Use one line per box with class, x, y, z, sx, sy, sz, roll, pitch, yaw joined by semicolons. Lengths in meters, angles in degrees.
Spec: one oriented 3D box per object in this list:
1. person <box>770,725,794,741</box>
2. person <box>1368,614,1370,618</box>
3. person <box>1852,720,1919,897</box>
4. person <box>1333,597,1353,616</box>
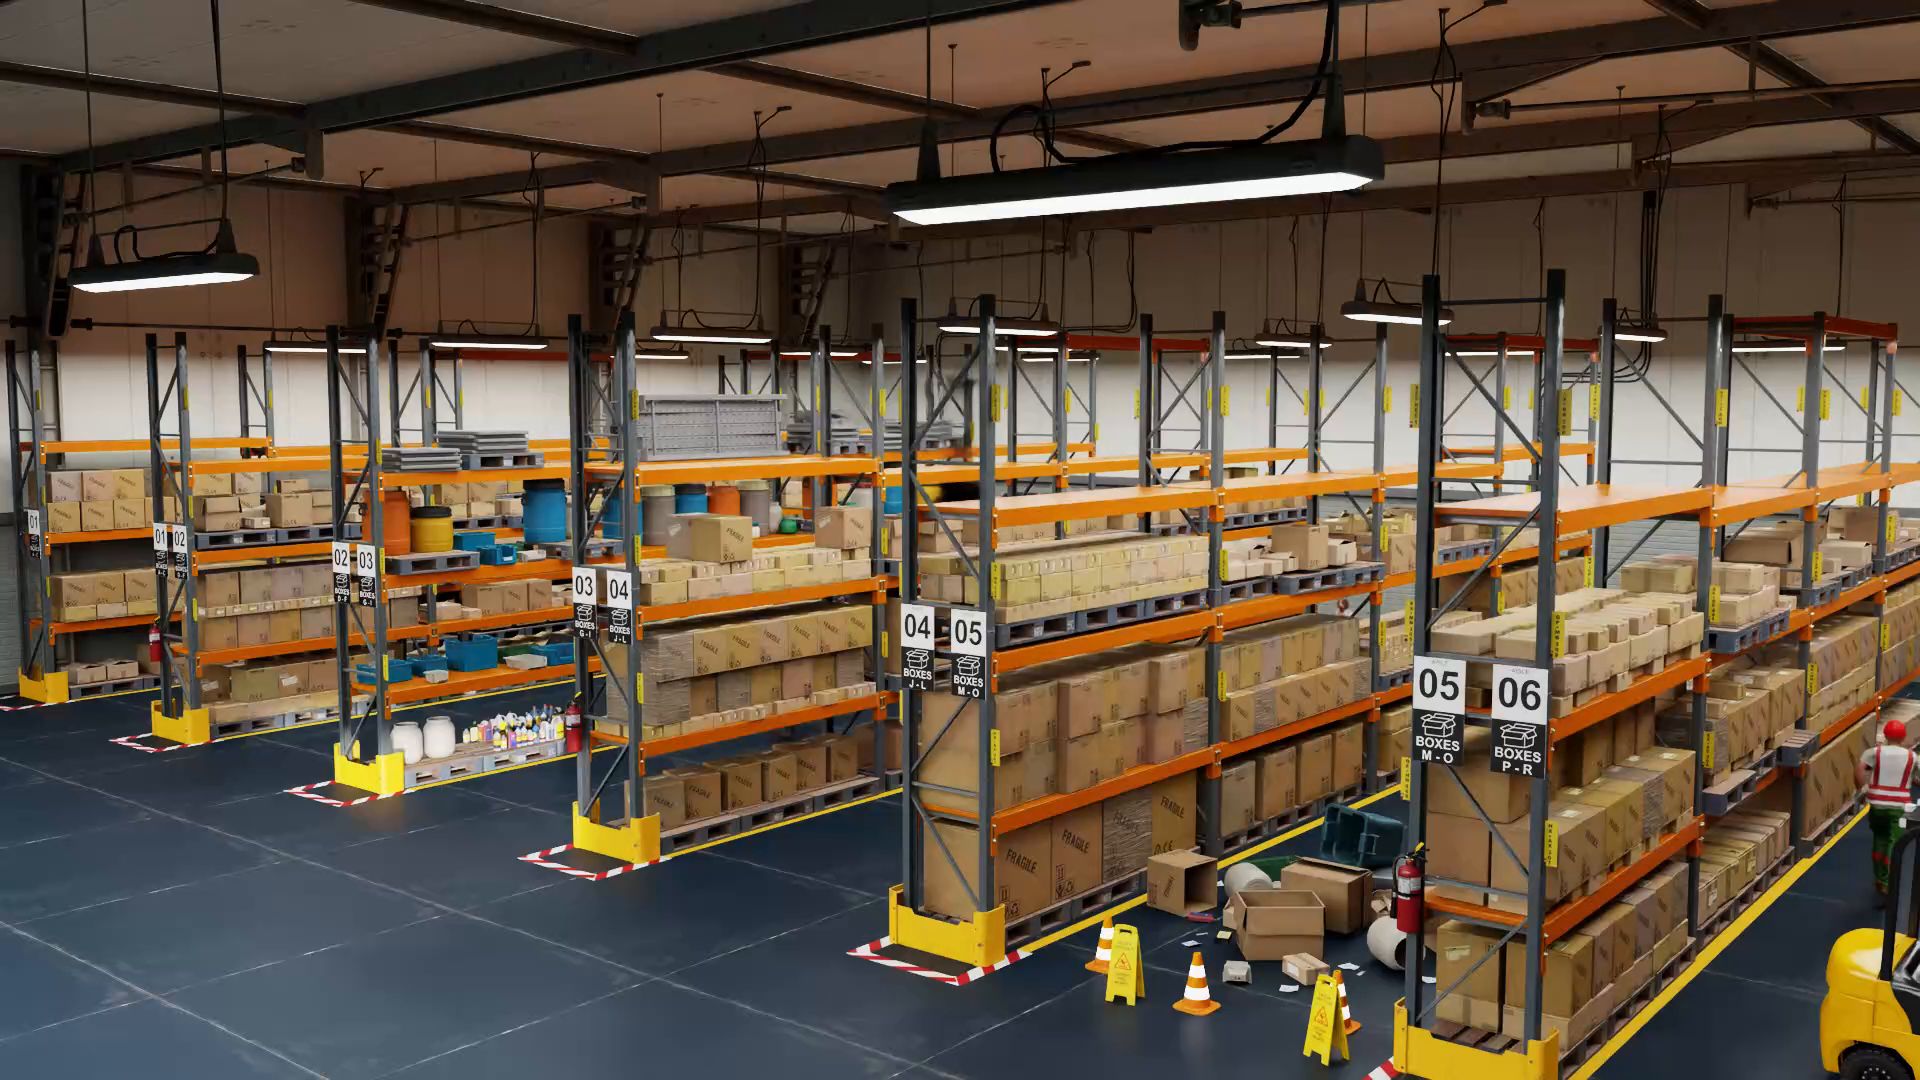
person;-2.638;2.167;24.465;0.551;1.656;0.667;3;6;27
person;6.495;1.981;26.279;0.529;1.661;0.544;-5;7;-44
person;9.439;2.744;16.895;0.646;1.840;0.886;4;6;37
person;6.629;1.794;28.865;0.531;1.624;0.641;3;6;31
